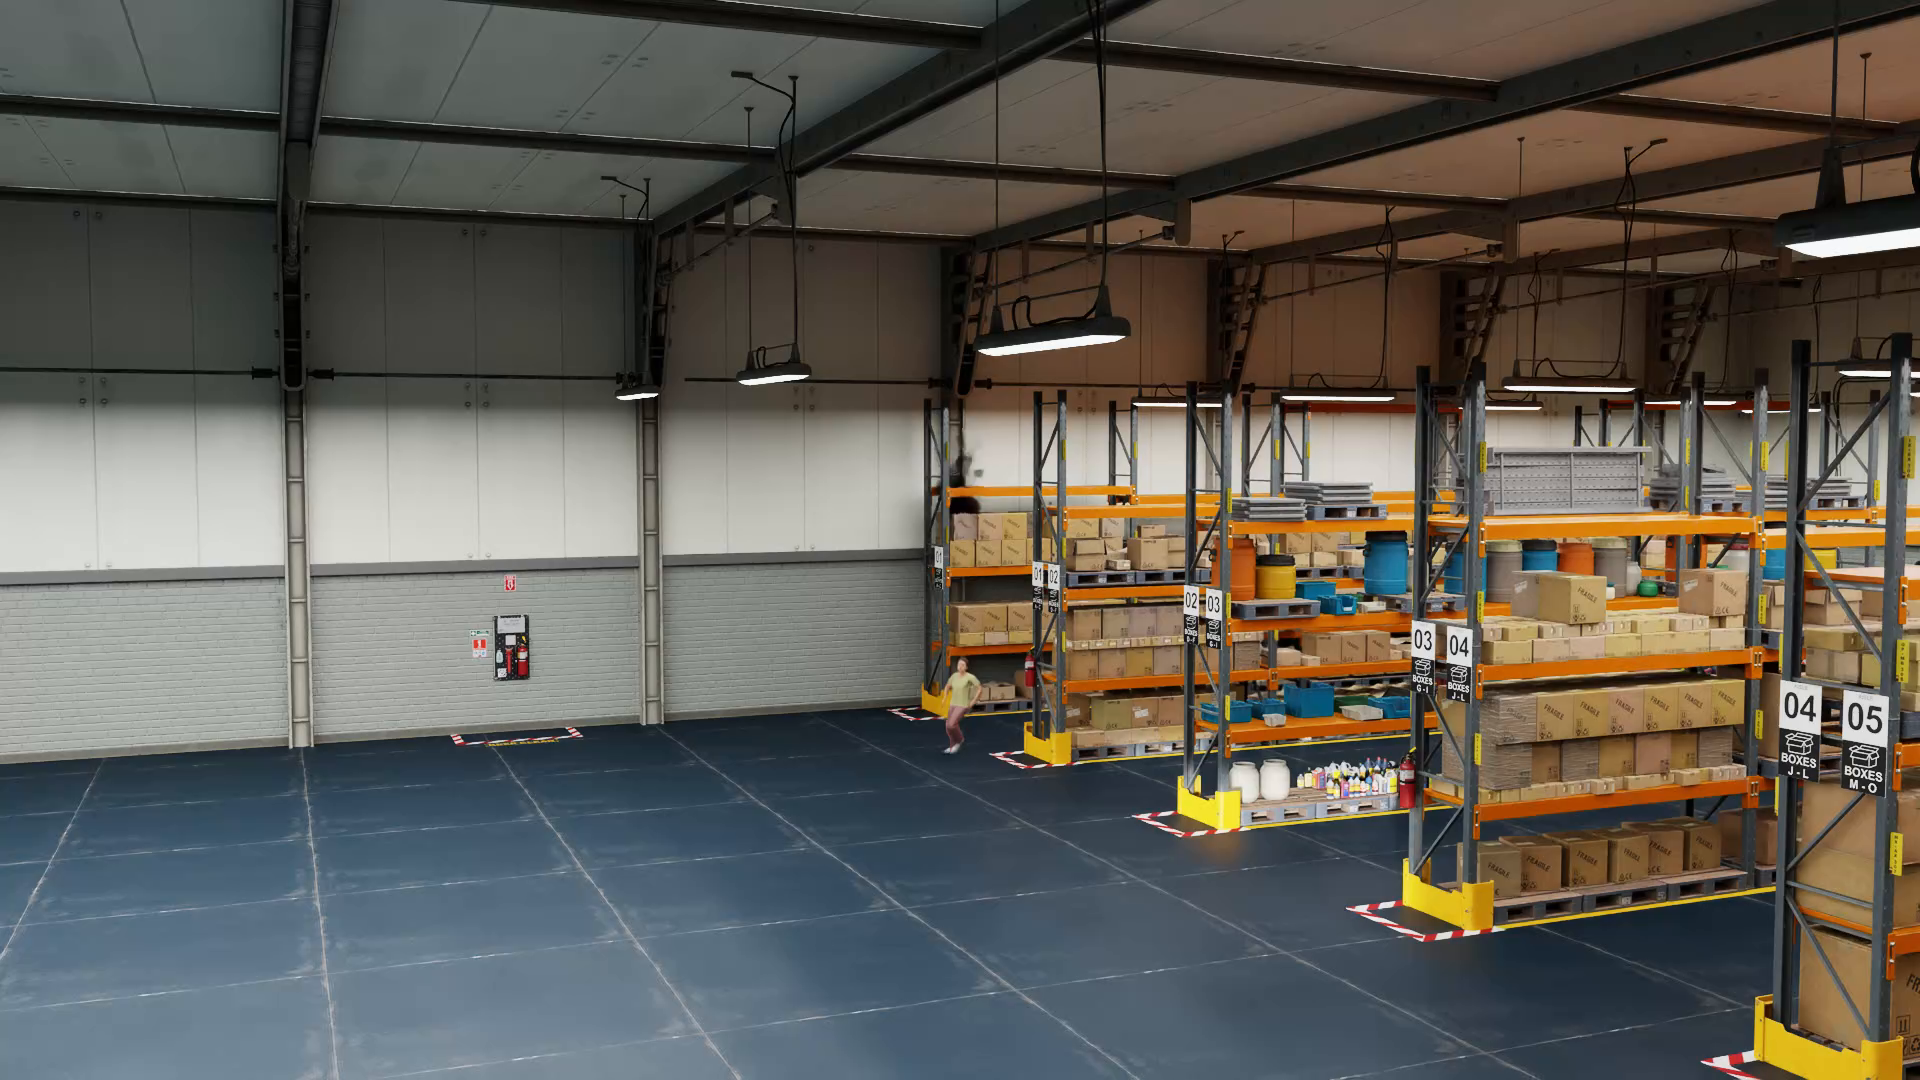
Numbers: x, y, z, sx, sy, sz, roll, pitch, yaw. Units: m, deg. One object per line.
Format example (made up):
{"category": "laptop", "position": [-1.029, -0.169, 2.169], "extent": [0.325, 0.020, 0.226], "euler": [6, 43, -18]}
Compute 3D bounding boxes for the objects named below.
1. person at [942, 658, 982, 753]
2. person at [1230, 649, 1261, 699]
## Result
{"category": "person", "position": [-0.018, 2.749, 27.392], "extent": [0.636, 1.592, 0.567], "euler": [3, 4, 38]}
{"category": "person", "position": [5.163, 2.440, 30.762], "extent": [1.014, 1.798, 0.680], "euler": [-1, 4, -23]}
